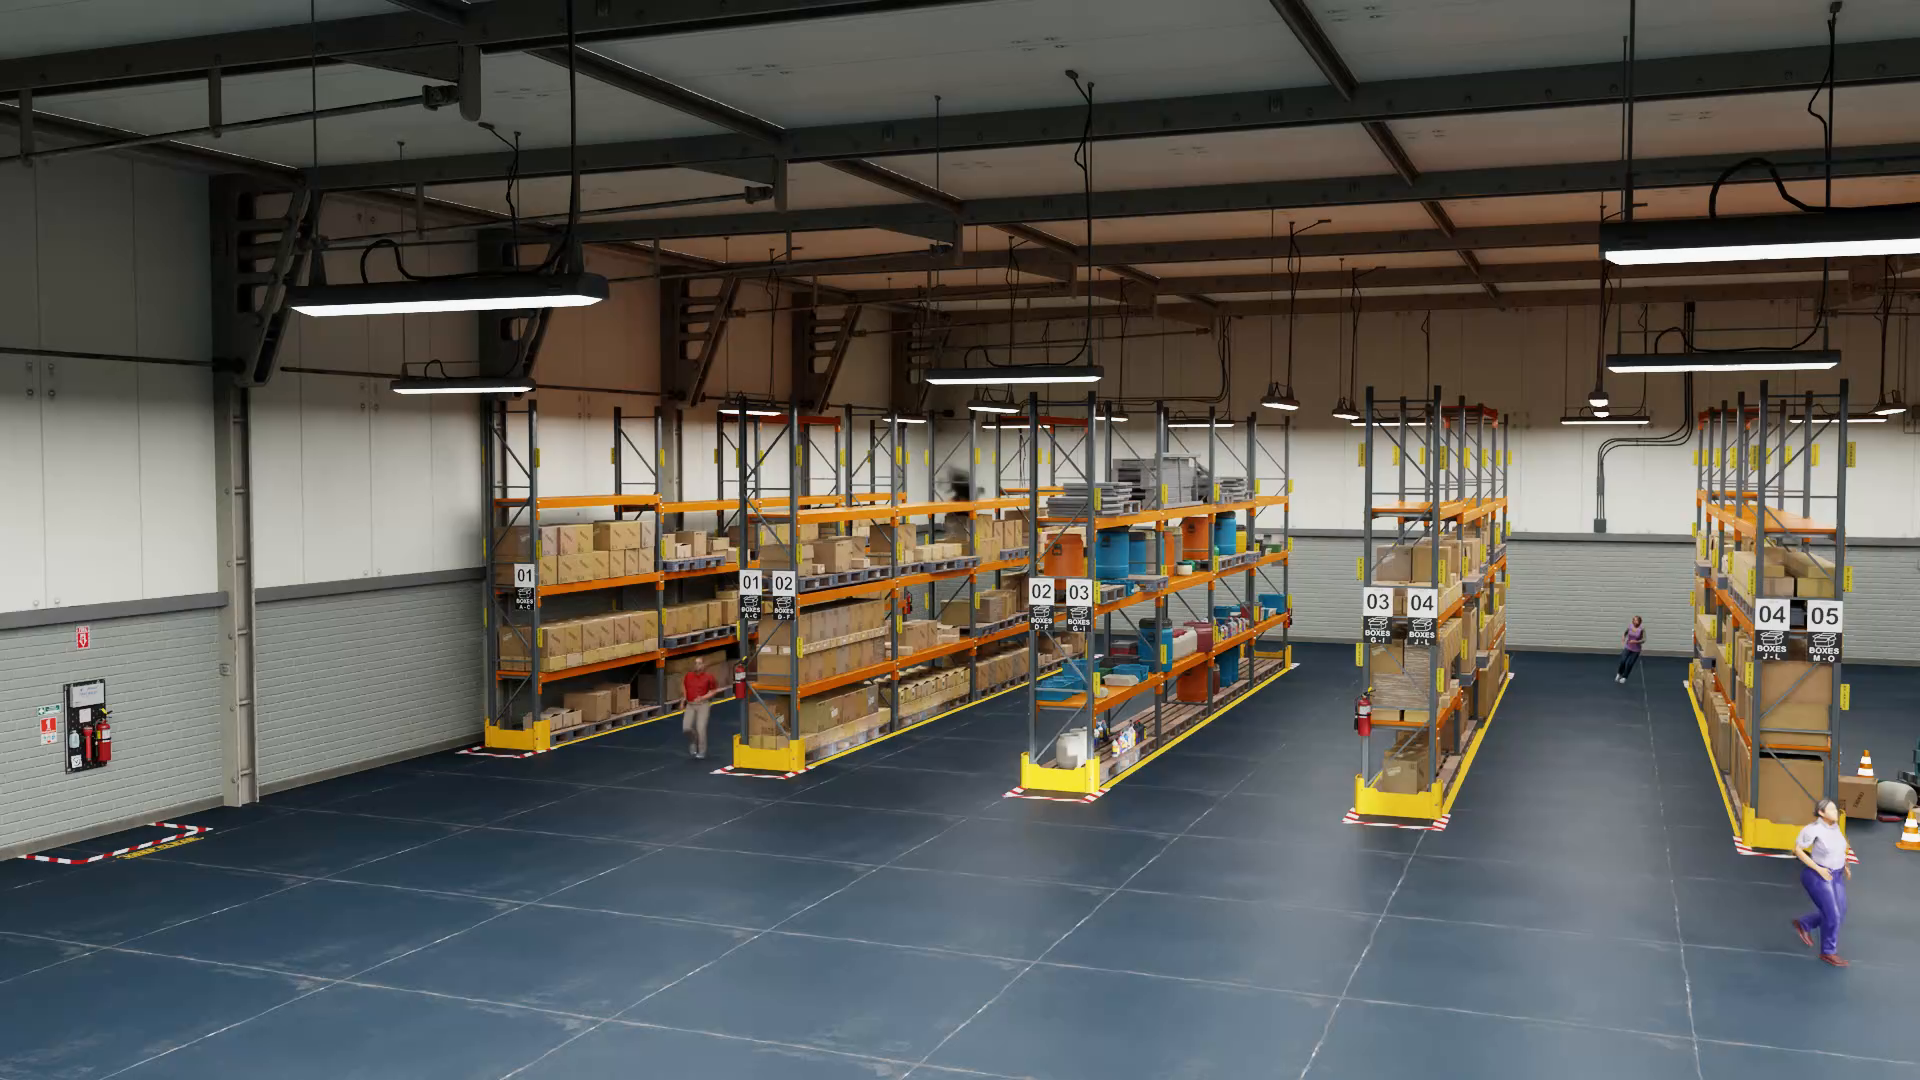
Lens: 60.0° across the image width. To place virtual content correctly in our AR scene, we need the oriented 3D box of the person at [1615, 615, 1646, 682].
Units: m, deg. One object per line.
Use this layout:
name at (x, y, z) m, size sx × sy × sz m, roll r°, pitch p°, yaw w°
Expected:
person at (14.793, 2.408, 36.694) m, size 0.663 × 1.515 × 0.536 m, roll 2°, pitch 3°, yaw 36°

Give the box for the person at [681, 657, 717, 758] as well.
person at (-4.370, 2.796, 27.639) m, size 0.648 × 1.672 × 0.587 m, roll 1°, pitch 3°, yaw 10°

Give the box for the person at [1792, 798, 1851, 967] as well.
person at (8.580, 3.382, 16.602) m, size 0.614 × 1.629 × 0.648 m, roll -2°, pitch 3°, yaw -30°
